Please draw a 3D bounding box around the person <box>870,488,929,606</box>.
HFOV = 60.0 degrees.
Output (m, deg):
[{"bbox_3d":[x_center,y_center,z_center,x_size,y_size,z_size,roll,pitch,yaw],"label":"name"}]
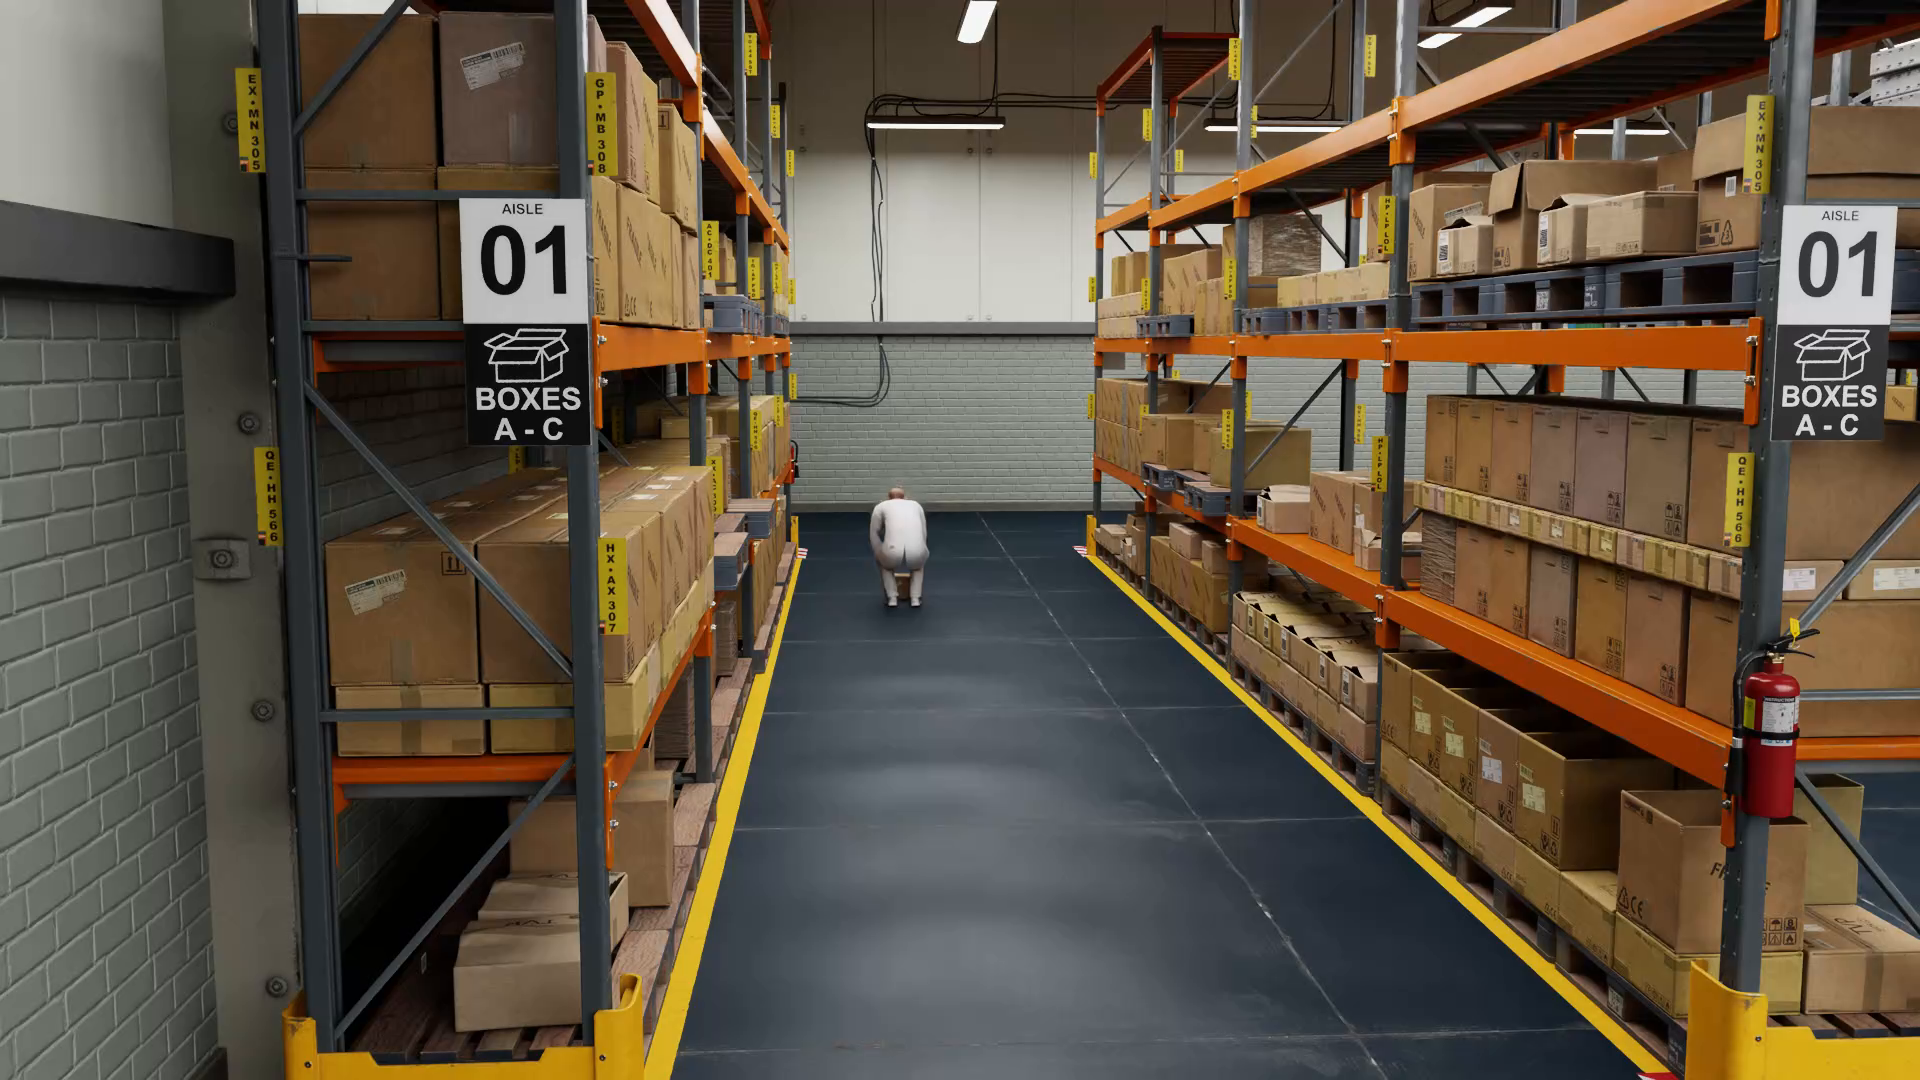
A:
[{"bbox_3d":[-0.637,0.085,17.578,0.628,1.196,0.814,0,7,-4],"label":"person"}]
